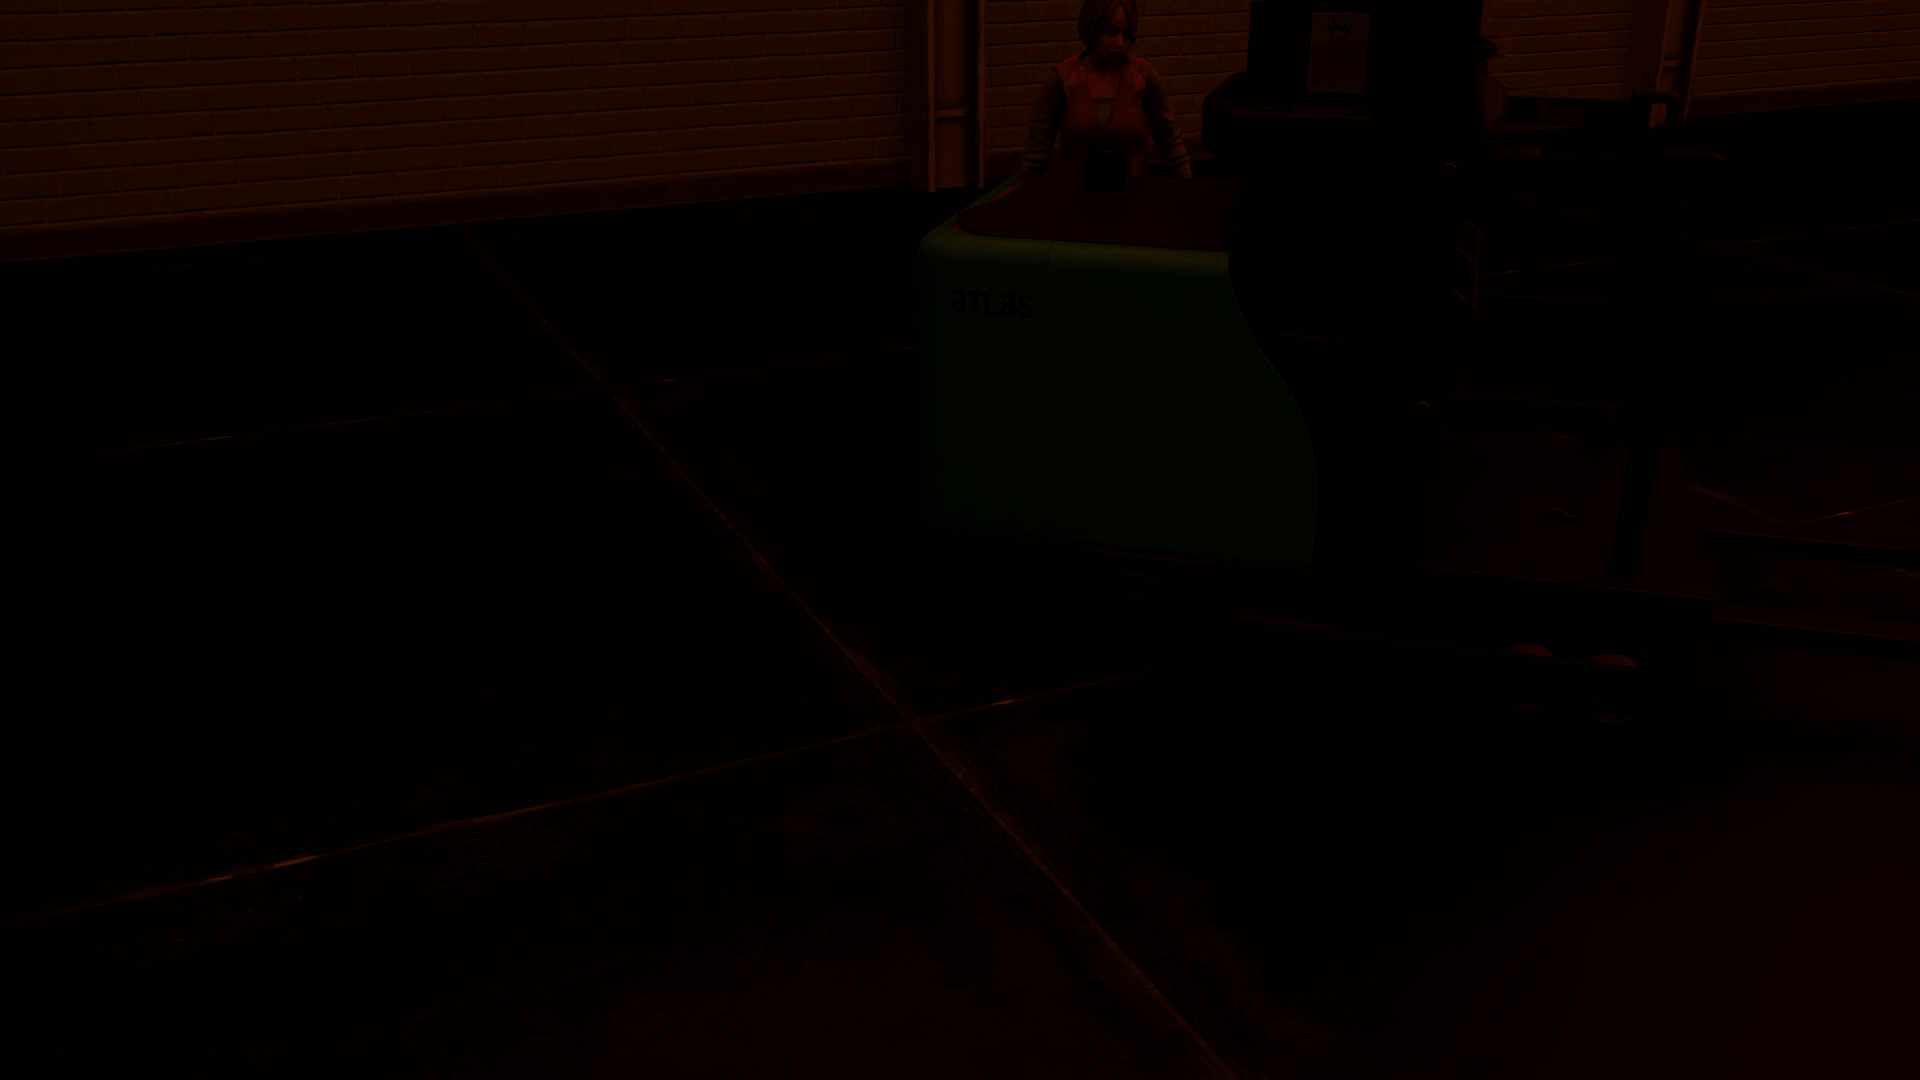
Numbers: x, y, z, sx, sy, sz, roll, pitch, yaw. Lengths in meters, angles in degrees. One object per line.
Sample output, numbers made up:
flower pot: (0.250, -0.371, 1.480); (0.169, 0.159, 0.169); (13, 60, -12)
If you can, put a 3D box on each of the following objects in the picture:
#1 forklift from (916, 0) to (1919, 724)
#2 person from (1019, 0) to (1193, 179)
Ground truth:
forklift: (1.456, -1.137, 4.022); (3.031, 2.935, 1.130); (7, 23, 15)
person: (0.489, -1.017, 5.513); (0.641, 1.571, 0.363); (-1, 23, -2)
